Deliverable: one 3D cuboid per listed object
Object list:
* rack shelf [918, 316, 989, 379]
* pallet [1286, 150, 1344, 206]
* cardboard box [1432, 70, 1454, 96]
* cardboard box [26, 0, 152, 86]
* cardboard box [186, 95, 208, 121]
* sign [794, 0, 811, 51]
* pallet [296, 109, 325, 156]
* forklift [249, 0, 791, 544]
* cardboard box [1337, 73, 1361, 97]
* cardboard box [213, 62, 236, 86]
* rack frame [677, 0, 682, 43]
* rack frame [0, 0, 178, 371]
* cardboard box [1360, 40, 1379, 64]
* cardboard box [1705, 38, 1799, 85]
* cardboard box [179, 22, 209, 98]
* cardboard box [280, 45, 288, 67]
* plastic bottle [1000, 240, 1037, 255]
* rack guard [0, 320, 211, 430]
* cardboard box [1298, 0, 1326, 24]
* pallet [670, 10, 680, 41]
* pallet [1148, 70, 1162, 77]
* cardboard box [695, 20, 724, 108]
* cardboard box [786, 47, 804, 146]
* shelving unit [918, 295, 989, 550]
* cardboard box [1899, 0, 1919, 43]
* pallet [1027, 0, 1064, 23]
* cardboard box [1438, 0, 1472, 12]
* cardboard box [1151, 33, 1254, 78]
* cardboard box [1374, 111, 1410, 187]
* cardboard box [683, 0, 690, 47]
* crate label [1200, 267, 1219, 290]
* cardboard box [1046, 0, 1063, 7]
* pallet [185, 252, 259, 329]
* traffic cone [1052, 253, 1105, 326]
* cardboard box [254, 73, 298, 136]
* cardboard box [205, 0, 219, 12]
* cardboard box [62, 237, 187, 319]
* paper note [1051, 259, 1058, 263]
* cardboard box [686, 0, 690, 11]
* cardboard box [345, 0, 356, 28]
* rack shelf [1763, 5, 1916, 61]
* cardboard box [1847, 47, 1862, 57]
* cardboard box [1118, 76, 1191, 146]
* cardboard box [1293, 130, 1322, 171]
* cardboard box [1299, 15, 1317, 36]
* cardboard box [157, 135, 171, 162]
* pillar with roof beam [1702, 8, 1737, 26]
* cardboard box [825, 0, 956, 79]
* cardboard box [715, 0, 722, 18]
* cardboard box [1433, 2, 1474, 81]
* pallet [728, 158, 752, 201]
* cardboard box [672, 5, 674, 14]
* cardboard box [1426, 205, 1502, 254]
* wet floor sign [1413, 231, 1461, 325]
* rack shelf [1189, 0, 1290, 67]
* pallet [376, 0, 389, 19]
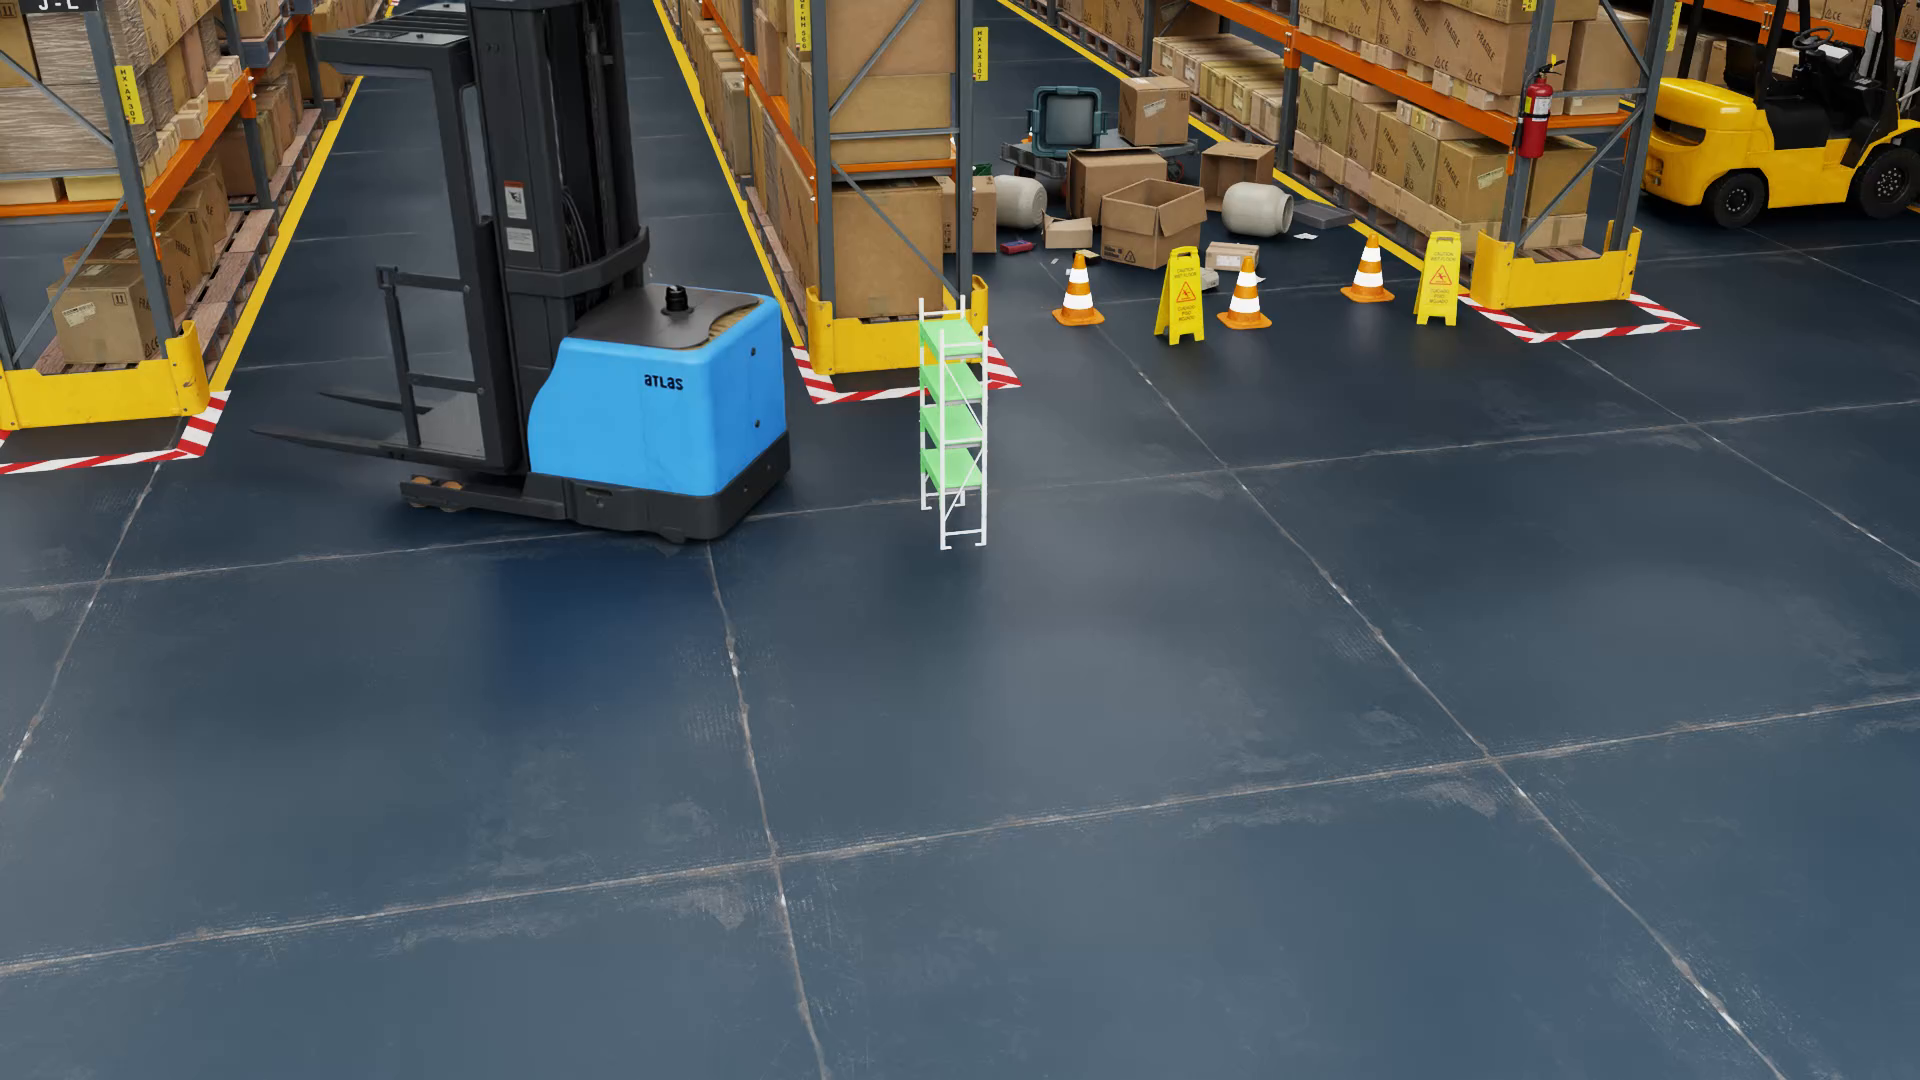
[{"bbox_3d":[-0.037,-0.980,8.436,0.258,0.148,0.480,-6,27,-12],"label":"rack shelf"},{"bbox_3d":[3.666,-3.324,15.102,1.003,0.211,1.213,-6,27,-12],"label":"pallet"},{"bbox_3d":[3.800,-3.459,12.553,0.380,0.149,0.250,-5,27,-11],"label":"cardboard box"},{"bbox_3d":[-5.131,-2.991,9.796,0.500,0.500,0.500,-6,27,-12],"label":"cardboard box"},{"bbox_3d":[-5.516,-3.017,11.678,0.380,0.149,0.250,-6,27,-12],"label":"cardboard box"},{"bbox_3d":[-0.950,-3.131,10.076,0.100,0.325,0.005,-6,27,-12],"label":"sign"},{"bbox_3d":[-6.901,-4.022,16.484,1.003,0.211,1.213,-6,27,-12],"label":"pallet"},{"bbox_3d":[-2.530,-1.672,8.809,3.031,2.935,1.130,8,28,16],"label":"forklift"},{"bbox_3d":[3.438,-3.872,14.125,0.380,0.149,0.250,-5,27,-10],"label":"cardboard box"},{"bbox_3d":[-5.793,-3.567,12.766,0.380,0.149,0.250,-6,27,-12],"label":"cardboard box"},{"bbox_3d":[-3.122,-7.825,20.925,1.000,3.000,0.127,-6,27,-12],"label":"rack frame"},{"bbox_3d":[-5.273,-2.098,9.578,1.000,3.000,0.127,-6,27,-12],"label":"rack frame"},{"bbox_3d":[3.518,-4.015,13.654,0.380,0.149,0.250,-6,27,-11],"label":"cardboard box"},{"bbox_3d":[8.187,-4.721,16.944,0.875,0.625,0.625,-5,27,-9],"label":"cardboard box"},{"bbox_3d":[-5.844,-3.395,11.707,0.875,0.500,0.500,-6,27,-12],"label":"cardboard box"},{"bbox_3d":[-6.896,-4.734,16.254,0.500,0.250,0.500,-5,27,-9],"label":"cardboard box"},{"bbox_3d":[0.473,-2.356,13.349,0.283,0.061,0.133,-16,31,-29],"label":"plastic bottle"},{"bbox_3d":[-5.290,-1.015,10.207,1.175,0.500,0.348,-6,27,-12],"label":"rack guard"},{"bbox_3d":[3.308,-4.816,14.522,0.500,0.500,0.500,-6,27,-12],"label":"cardboard box"},{"bbox_3d":[-3.308,-6.872,22.130,1.003,0.211,1.213,-6,27,-12],"label":"pallet"},{"bbox_3d":[2.754,-5.028,18.478,1.003,0.211,1.213,-6,27,-12],"label":"pallet"},{"bbox_3d":[-2.171,-4.976,17.310,1.050,0.750,0.750,-6,27,-12],"label":"cardboard box"},{"bbox_3d":[-0.691,-3.022,11.241,0.875,0.550,0.550,-6,27,-12],"label":"cardboard box"},{"bbox_3d":[-0.037,-0.608,8.624,0.258,1.200,0.503,-6,27,-12],"label":"shelving unit"},{"bbox_3d":[8.503,-4.517,14.260,0.500,0.500,0.500,-6,27,-11],"label":"cardboard box"},{"bbox_3d":[1.583,-7.469,23.314,1.003,0.211,1.213,-6,27,-12],"label":"pallet"},{"bbox_3d":[3.948,-4.153,12.099,0.700,0.500,0.500,-6,27,-11],"label":"cardboard box"},{"bbox_3d":[2.697,-5.382,18.534,0.950,0.372,0.625,-8,28,-15],"label":"cardboard box"},{"bbox_3d":[3.720,-3.175,13.465,0.500,0.500,0.500,-7,28,-13],"label":"cardboard box"},{"bbox_3d":[-3.093,-6.313,20.238,0.500,0.500,0.500,-5,27,-9],"label":"cardboard box"},{"bbox_3d":[1.786,-1.961,12.483,0.250,0.136,0.298,-23,35,-38],"label":"crate label"},{"bbox_3d":[1.641,-7.703,23.059,0.875,0.438,0.875,-6,27,-12],"label":"cardboard box"},{"bbox_3d":[-5.710,-1.781,12.045,1.003,0.211,1.213,-6,27,-12],"label":"pallet"},{"bbox_3d":[0.846,-1.802,11.807,0.336,0.463,0.334,-6,27,-12],"label":"traffic cone"},{"bbox_3d":[-6.768,-4.156,15.941,0.700,0.500,0.500,-8,28,-16],"label":"cardboard box"},{"bbox_3d":[-5.691,-4.089,11.971,0.500,0.500,0.500,-6,27,-12],"label":"cardboard box"},{"bbox_3d":[-5.565,-1.704,11.106,0.500,0.500,0.500,1,27,2],"label":"cardboard box"},{"bbox_3d":[0.746,-2.195,13.088,0.032,0.001,0.123,8,28,15],"label":"paper note"},{"bbox_3d":[-2.980,-6.423,19.621,0.500,0.250,0.500,-5,27,-10],"label":"cardboard box"},{"bbox_3d":[-7.611,-5.934,19.069,1.225,0.875,0.875,-7,28,-13],"label":"cardboard box"},{"bbox_3d":[8.767,-4.167,14.475,1.077,0.370,4.000,-6,27,-12],"label":"rack shelf"},{"bbox_3d":[8.615,-4.576,15.963,0.500,0.250,0.500,-5,27,-11],"label":"cardboard box"},{"bbox_3d":[1.753,-3.889,15.059,0.500,0.500,0.500,-6,27,-12],"label":"cardboard box"},{"bbox_3d":[3.351,-3.534,15.008,0.500,0.250,0.500,-7,28,-14],"label":"cardboard box"},{"bbox_3d":[3.239,-4.577,14.769,0.380,0.149,0.250,-6,27,-12],"label":"cardboard box"},{"bbox_3d":[-5.261,-2.466,10.585,0.380,0.149,0.250,-6,27,-12],"label":"cardboard box"},{"bbox_3d":[4.392,-8.882,16.361,9.100,9.000,0.400,-6,27,-12],"label":"pillar with roof beam"},{"bbox_3d":[-0.464,-3.273,10.541,0.875,0.550,0.550,-6,27,-12],"label":"cardboard box"},{"bbox_3d":[-2.042,-5.226,15.664,0.500,0.500,0.500,-6,27,-12],"label":"cardboard box"},{"bbox_3d":[3.883,-3.712,12.335,0.500,0.500,0.500,-6,27,-11],"label":"cardboard box"},{"bbox_3d":[-1.567,-3.400,15.251,1.003,0.211,1.213,-6,27,-12],"label":"pallet"},{"bbox_3d":[-3.642,-7.110,22.205,0.380,0.149,0.250,-7,28,-13],"label":"cardboard box"},{"bbox_3d":[3.932,-2.402,12.766,0.500,0.250,0.500,-6,27,-12],"label":"cardboard box"},{"bbox_3d":[3.382,-1.861,11.721,0.267,0.644,0.232,3,27,6],"label":"wet floor sign"},{"bbox_3d":[3.030,-5.417,16.952,1.077,0.370,4.000,-6,27,-12],"label":"rack shelf"},{"bbox_3d":[-8.622,-7.534,23.443,1.003,0.211,1.213,-6,27,-12],"label":"pallet"}]
